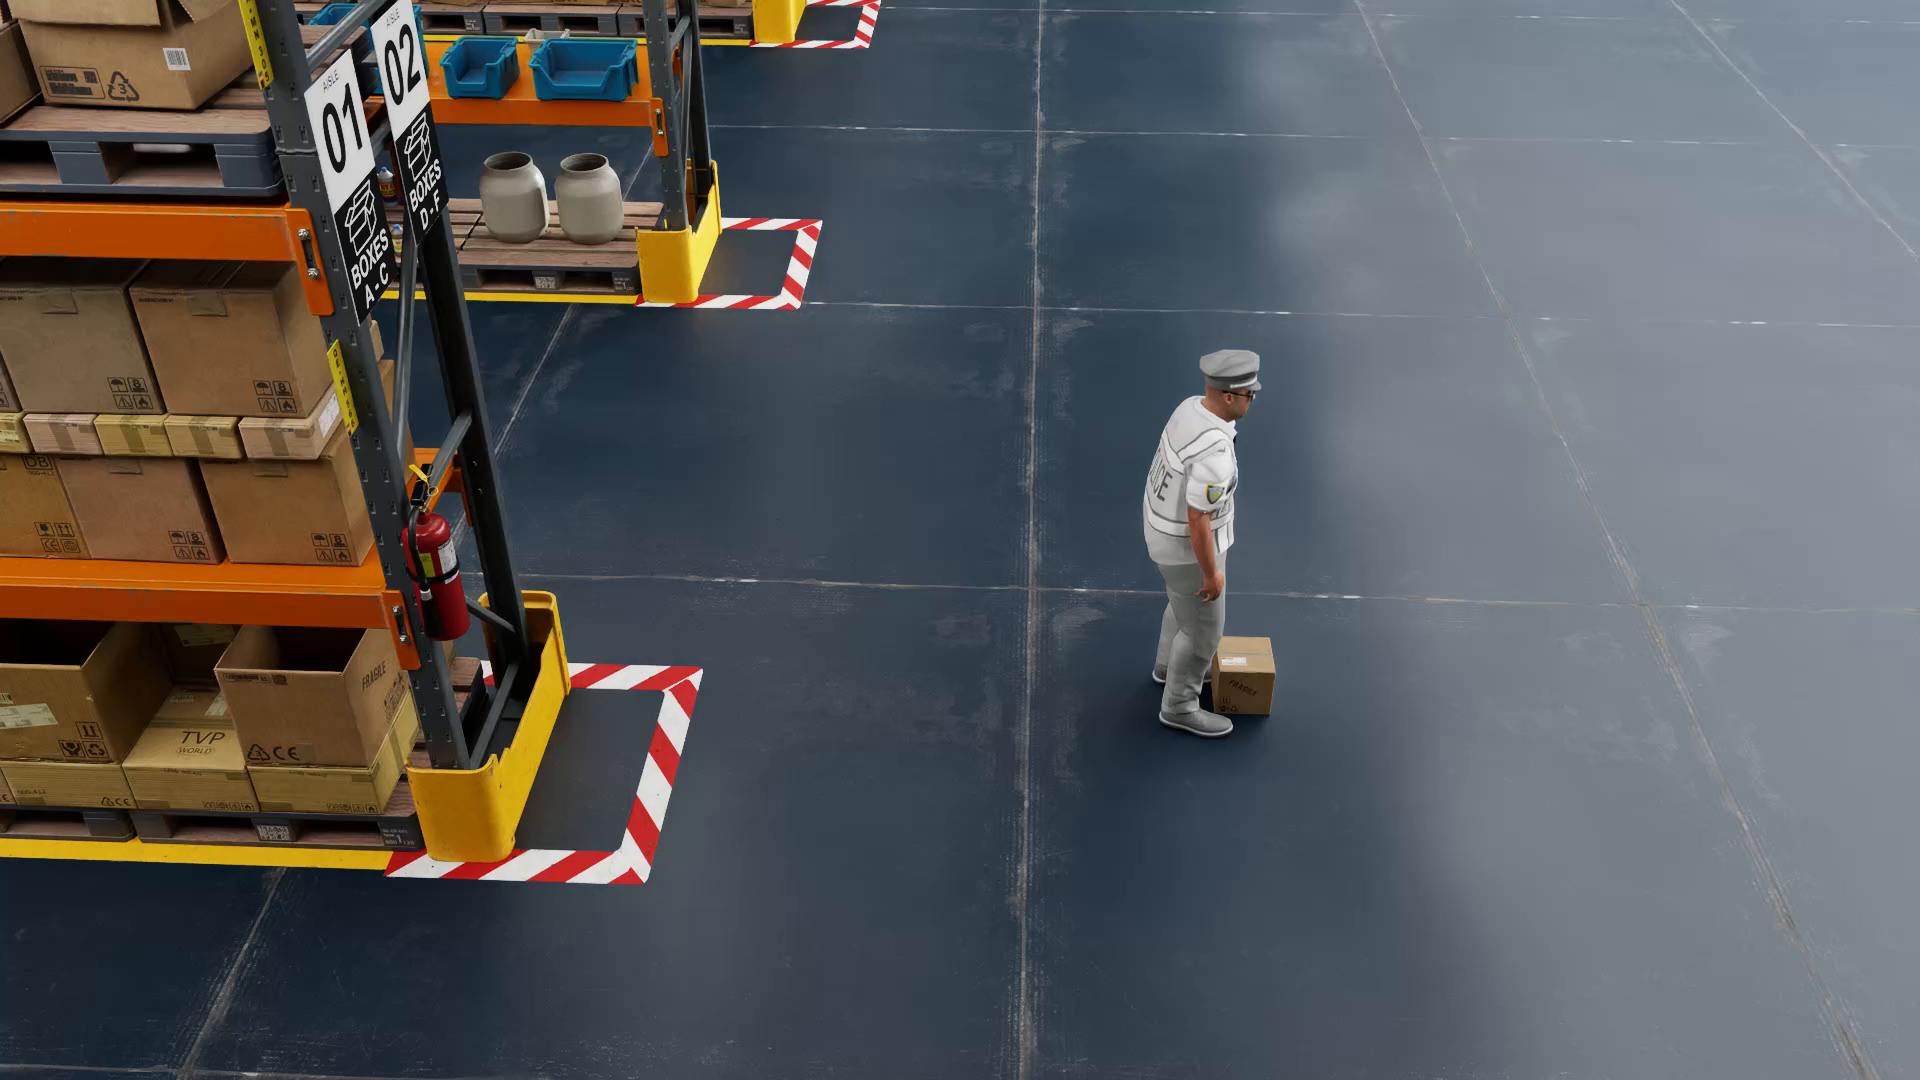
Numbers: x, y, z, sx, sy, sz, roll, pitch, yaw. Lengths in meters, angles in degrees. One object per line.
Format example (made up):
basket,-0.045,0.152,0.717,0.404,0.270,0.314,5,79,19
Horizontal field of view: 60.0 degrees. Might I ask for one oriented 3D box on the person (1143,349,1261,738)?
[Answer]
person,1.002,0.000,7.112,0.437,1.747,0.596,0,35,-1
